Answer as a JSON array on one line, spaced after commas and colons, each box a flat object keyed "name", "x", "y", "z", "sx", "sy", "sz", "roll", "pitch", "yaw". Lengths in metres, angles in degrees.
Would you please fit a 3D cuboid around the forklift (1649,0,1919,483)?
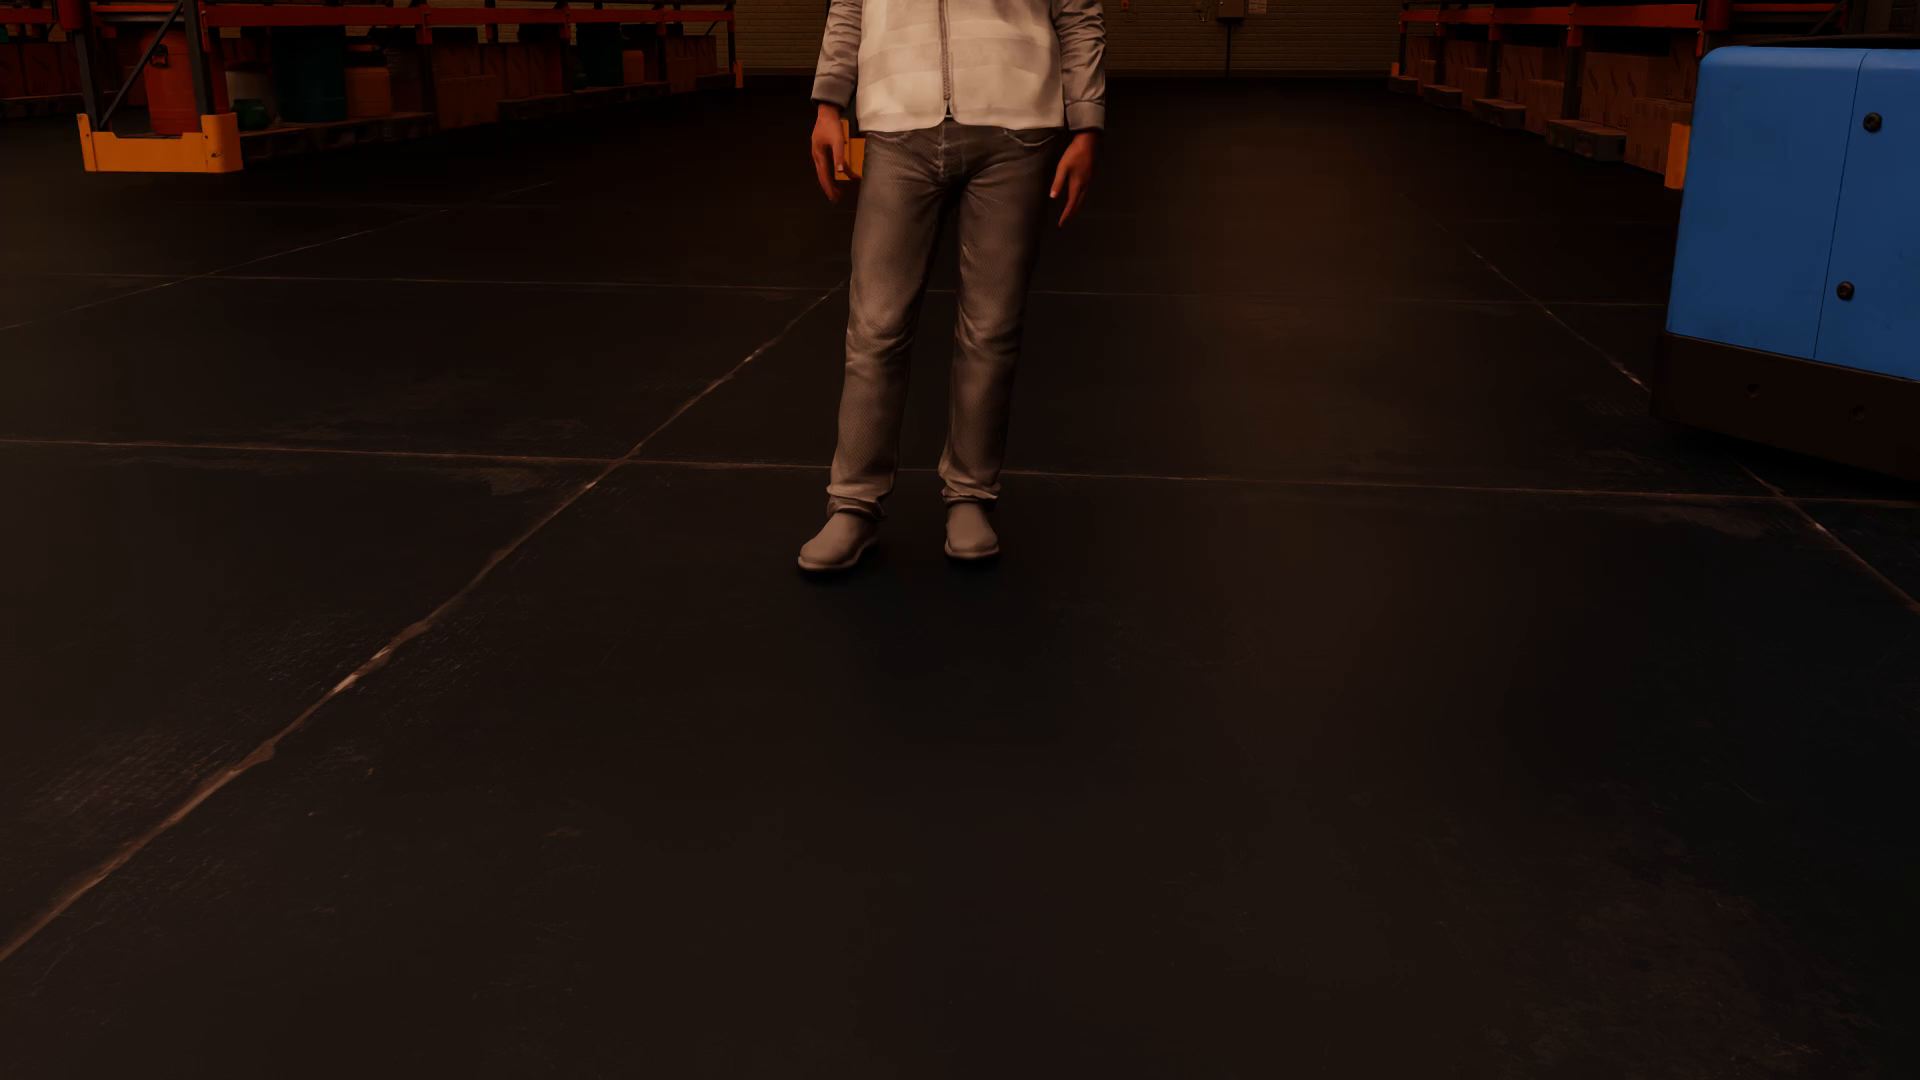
[{"name": "forklift", "x": 3.501, "y": -1.768, "z": 4.558, "sx": 3.031, "sy": 2.935, "sz": 1.130, "roll": -9, "pitch": 20, "yaw": -27}]

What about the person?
[{"name": "person", "x": -0.016, "y": -0.835, "z": 3.500, "sx": 0.632, "sy": 1.773, "sz": 0.568, "roll": 2, "pitch": 18, "yaw": 7}]
